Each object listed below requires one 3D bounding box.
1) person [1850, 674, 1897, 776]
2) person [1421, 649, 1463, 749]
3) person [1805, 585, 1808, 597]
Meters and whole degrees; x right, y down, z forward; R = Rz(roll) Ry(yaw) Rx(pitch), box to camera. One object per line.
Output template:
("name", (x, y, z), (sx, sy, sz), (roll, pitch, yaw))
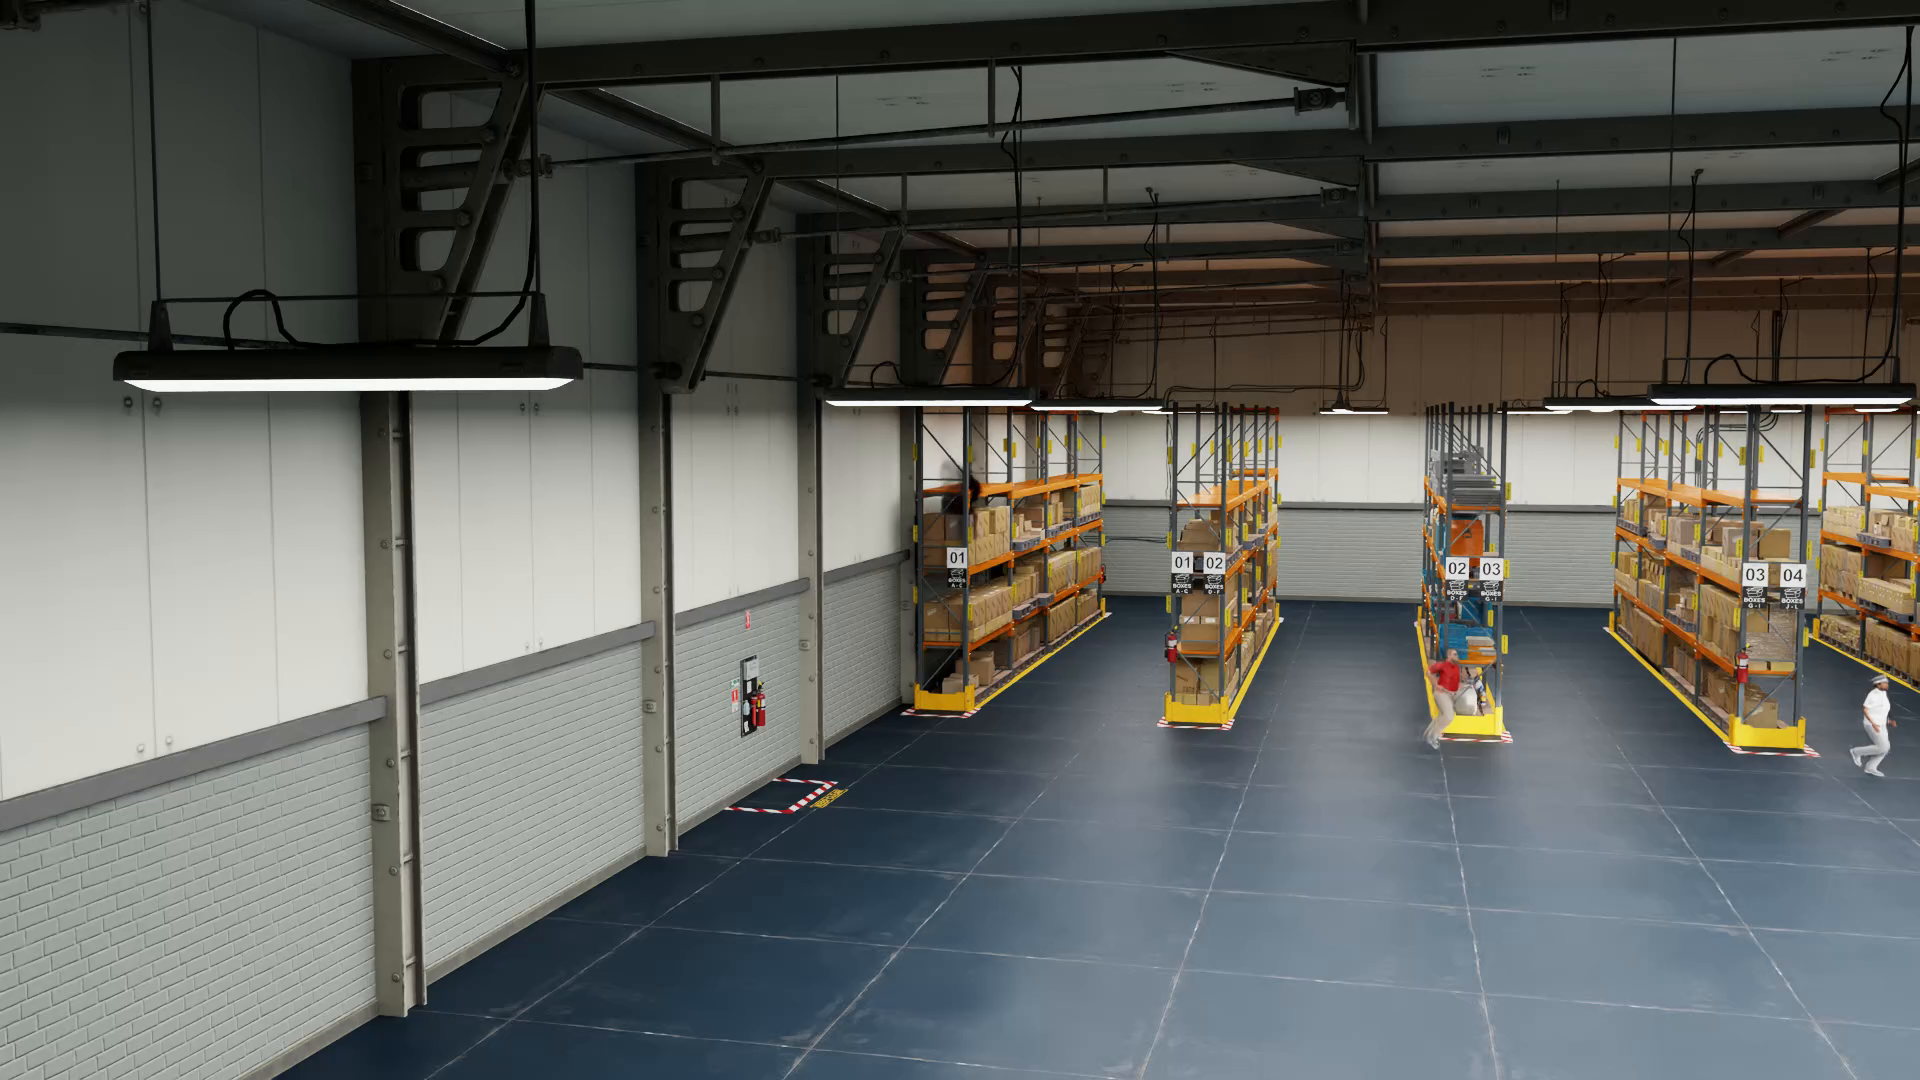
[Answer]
("person", (14.654, 2.951, 26.600), (0.563, 1.653, 0.536), (-4, 6, -43))
("person", (8.463, 2.755, 28.918), (0.727, 1.713, 0.603), (-4, 6, -41))
("person", (22.089, 1.619, 44.018), (0.561, 1.727, 0.710), (0, 4, -3))
